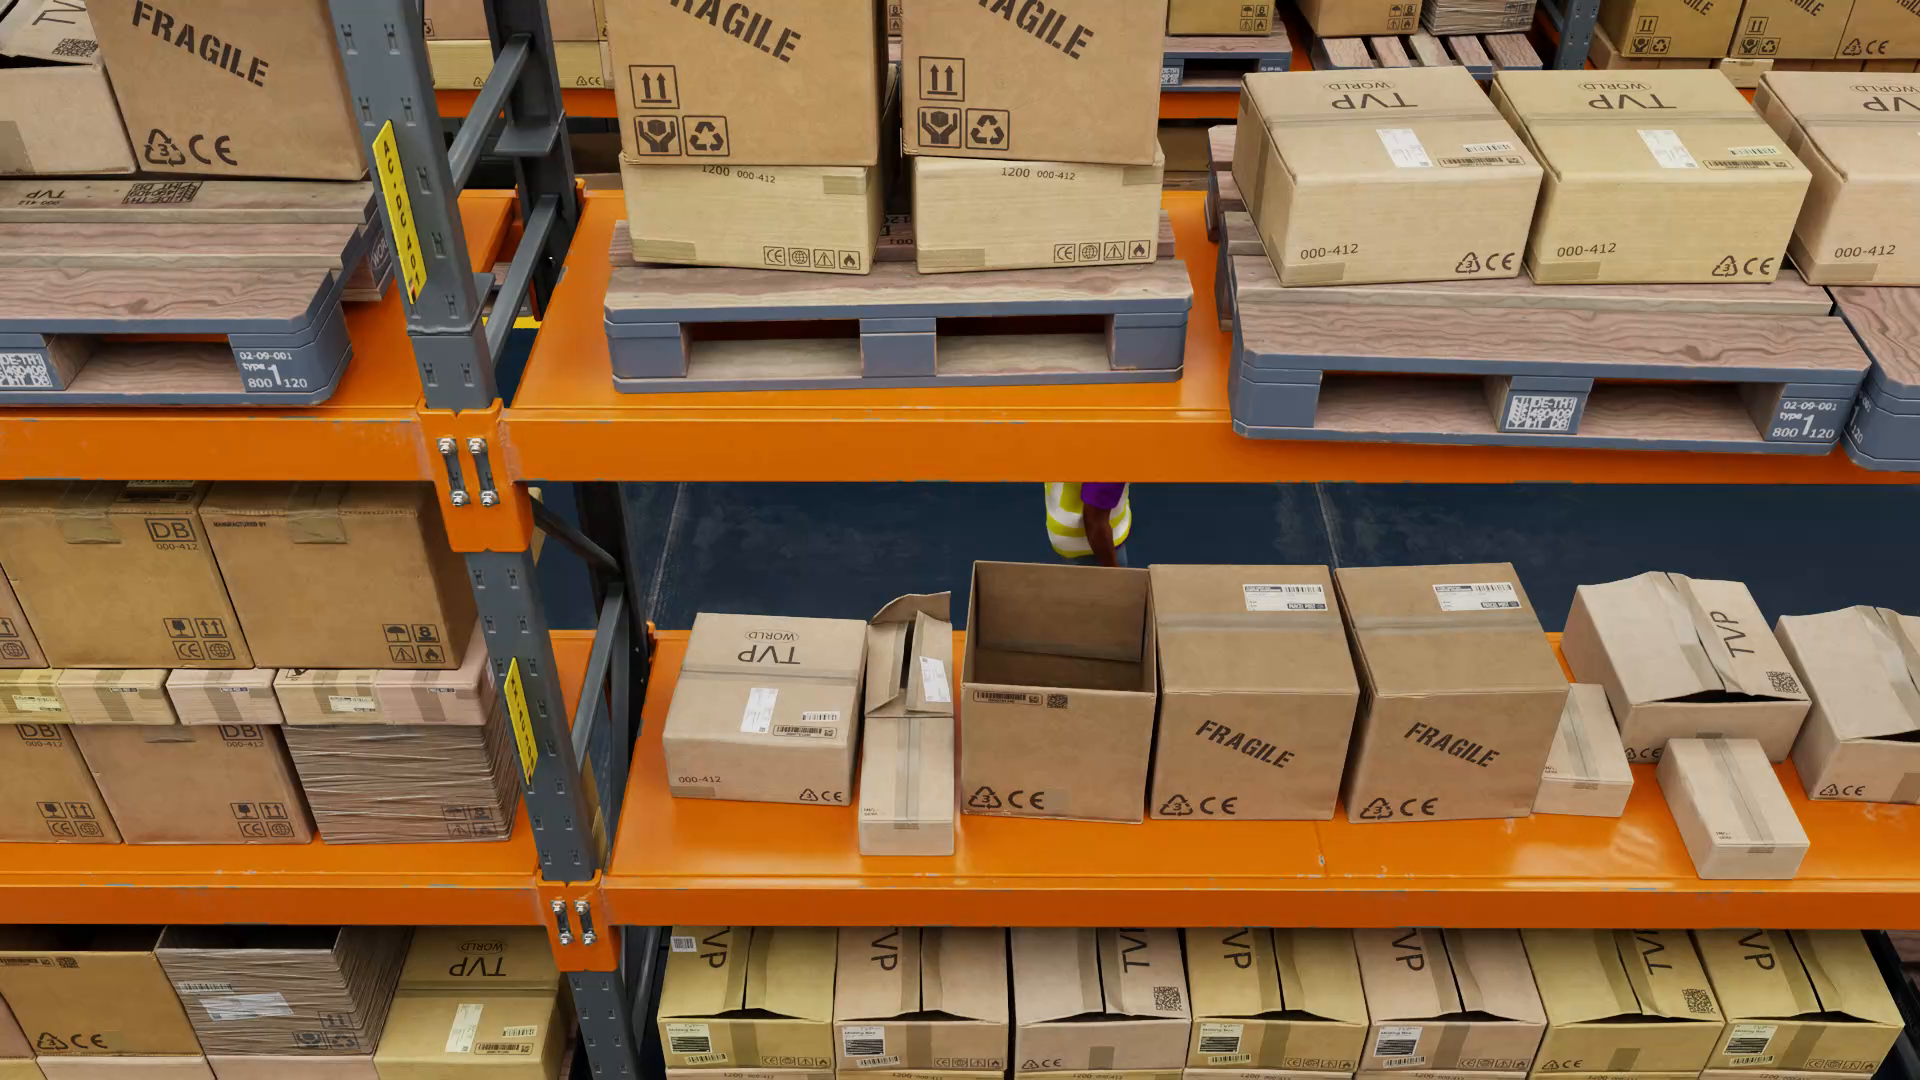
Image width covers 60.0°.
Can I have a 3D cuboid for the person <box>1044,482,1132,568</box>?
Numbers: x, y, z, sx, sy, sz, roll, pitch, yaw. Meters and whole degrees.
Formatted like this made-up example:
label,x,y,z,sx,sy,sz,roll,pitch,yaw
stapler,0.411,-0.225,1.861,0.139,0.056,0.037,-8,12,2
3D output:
label,x,y,z,sx,sy,sz,roll,pitch,yaw
person,0.538,-0.056,6.209,0.456,1.761,0.628,1,39,1
